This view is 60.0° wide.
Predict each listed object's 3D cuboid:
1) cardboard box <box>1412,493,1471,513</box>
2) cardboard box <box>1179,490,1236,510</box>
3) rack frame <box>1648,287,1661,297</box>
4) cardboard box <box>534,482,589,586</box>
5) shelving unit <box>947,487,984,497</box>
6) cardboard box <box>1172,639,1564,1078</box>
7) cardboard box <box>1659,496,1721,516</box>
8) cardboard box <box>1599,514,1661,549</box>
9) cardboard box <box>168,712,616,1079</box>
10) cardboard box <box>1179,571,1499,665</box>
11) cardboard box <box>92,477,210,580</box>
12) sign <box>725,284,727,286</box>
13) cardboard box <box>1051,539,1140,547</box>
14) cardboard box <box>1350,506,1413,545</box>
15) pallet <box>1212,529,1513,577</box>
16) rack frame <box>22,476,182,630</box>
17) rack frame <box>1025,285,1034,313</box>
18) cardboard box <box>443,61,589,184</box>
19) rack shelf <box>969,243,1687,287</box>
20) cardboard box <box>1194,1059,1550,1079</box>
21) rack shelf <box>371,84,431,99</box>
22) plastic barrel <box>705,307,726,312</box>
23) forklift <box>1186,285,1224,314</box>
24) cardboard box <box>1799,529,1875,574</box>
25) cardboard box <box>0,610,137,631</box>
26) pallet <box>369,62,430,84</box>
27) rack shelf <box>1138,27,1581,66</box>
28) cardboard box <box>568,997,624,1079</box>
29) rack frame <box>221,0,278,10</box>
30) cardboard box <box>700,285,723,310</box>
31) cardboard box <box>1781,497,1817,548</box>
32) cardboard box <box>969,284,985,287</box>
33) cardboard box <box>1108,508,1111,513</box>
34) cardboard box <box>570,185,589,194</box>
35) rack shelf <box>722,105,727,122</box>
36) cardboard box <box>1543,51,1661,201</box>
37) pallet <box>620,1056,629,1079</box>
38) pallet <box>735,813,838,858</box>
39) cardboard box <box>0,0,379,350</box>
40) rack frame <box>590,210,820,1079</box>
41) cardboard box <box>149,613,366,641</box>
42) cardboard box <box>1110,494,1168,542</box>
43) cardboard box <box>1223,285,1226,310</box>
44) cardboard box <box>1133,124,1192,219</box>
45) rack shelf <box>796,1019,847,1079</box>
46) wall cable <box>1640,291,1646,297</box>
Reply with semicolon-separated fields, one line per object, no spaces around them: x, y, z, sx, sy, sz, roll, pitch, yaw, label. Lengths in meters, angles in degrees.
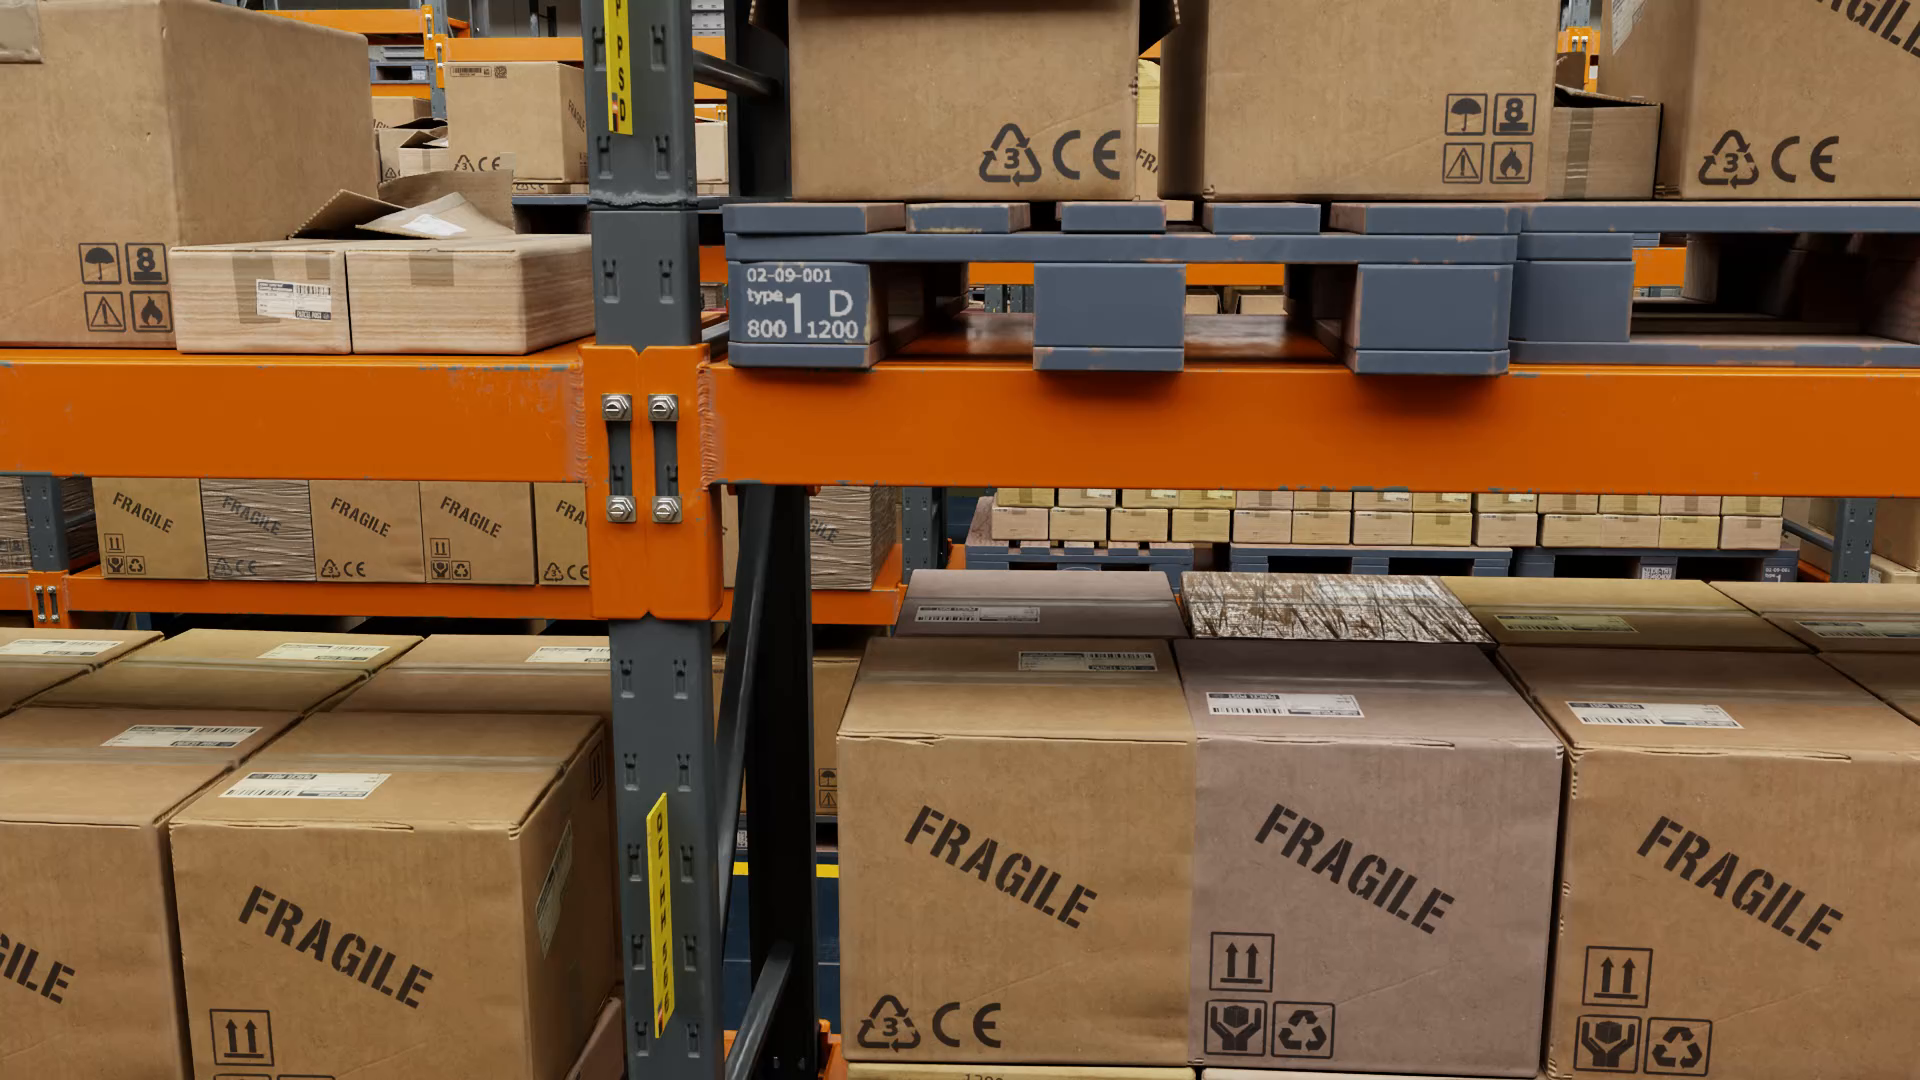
2.107;-0.230;7.403;0.250;0.149;0.380;1;12;4;cardboard box
1.099;-0.245;7.475;0.250;0.149;0.380;1;12;4;cardboard box
8.922;-3.000;21.785;0.127;3.000;1.000;1;12;4;rack frame
-1.622;-0.088;7.620;0.500;0.500;0.500;1;12;3;cardboard box
-0.007;-0.734;14.615;0.755;1.500;0.431;1;12;4;shelving unit
0.583;0.462;2.548;0.500;0.500;0.500;1;12;4;cardboard box
3.159;-0.216;7.336;0.250;0.149;0.380;1;12;4;cardboard box
2.915;-0.074;7.384;0.250;0.149;0.380;1;12;4;cardboard box
-0.860;0.589;2.630;0.500;0.500;0.500;0;12;2;cardboard box
0.657;0.359;3.039;0.500;0.500;0.500;1;12;5;cardboard box
-3.643;-0.116;7.750;0.500;0.500;0.500;1;12;4;cardboard box
-3.087;-3.514;21.931;0.005;0.325;0.100;1;12;4;sign
0.961;-0.238;12.743;0.875;0.875;1.225;0;12;1;cardboard box
1.857;-0.088;7.449;0.250;0.149;0.380;0;12;2;cardboard box
1.819;0.039;7.726;1.213;0.211;1.003;1;12;4;pallet
-4.149;-0.129;8.058;0.127;3.000;1.000;1;12;4;rack frame
0.940;-3.110;22.308;0.127;3.000;1.000;1;12;4;rack frame
-1.912;-1.812;7.266;0.500;0.500;0.500;1;12;4;cardboard box
1.837;-1.163;7.432;4.000;0.370;1.077;1;12;4;rack shelf
0.616;0.832;2.610;0.500;0.250;0.500;1;12;5;cardboard box
-5.382;-4.568;17.364;4.000;0.370;1.077;1;12;4;rack shelf
-2.446;-2.161;17.442;0.433;0.535;0.433;0;12;0;plastic barrel
2.419;-1.407;14.338;3.031;2.935;1.130;1;12;5;forklift
4.133;0.060;7.770;0.250;0.149;0.380;1;12;3;cardboard box
-4.772;0.683;8.342;0.875;0.875;0.875;1;12;5;cardboard box
-5.431;-4.823;17.282;1.213;0.211;1.003;1;12;4;pallet
2.269;-3.447;12.003;4.000;0.370;1.077;1;12;4;rack shelf
-0.731;0.900;2.730;0.250;0.149;0.380;1;12;6;cardboard box
-7.377;-5.144;17.380;0.127;3.000;1.000;1;12;4;rack frame
-3.495;-3.218;22.582;0.500;0.500;0.700;0;12;2;cardboard box
5.816;-0.159;12.366;0.875;0.875;0.875;1;12;4;cardboard box
0.238;-4.393;27.122;0.500;0.500;0.700;0;12;-2;cardboard box
0.612;-0.240;8.177;0.250;0.149;0.380;1;12;4;cardboard box
-2.773;-2.756;12.595;0.258;0.266;0.396;1;12;6;cardboard box
-1.056;-5.526;21.939;4.000;0.370;1.077;1;12;4;rack shelf
1.009;-0.722;2.870;0.258;0.266;0.396;0;12;2;cardboard box
-1.107;1.044;2.917;1.003;0.211;1.213;1;12;4;pallet
-0.940;1.265;8.207;1.213;0.211;1.003;1;12;4;pallet
-1.333;-0.594;2.710;0.500;0.500;0.700;1;12;4;cardboard box
-0.388;0.939;2.955;0.127;3.000;1.000;1;12;4;rack frame
-3.524;0.757;8.292;0.750;0.750;1.050;1;12;3;cardboard box
0.811;-0.102;7.518;0.250;0.149;0.380;1;12;7;cardboard box
3.164;-3.321;22.048;0.500;0.500;0.700;-2;12;-11;cardboard box
0.893;-1.524;7.156;0.500;0.500;0.500;1;12;4;cardboard box
1.607;1.318;2.898;4.000;0.370;1.077;1;12;4;rack shelf
10.590;-4.685;27.359;1.851;1.984;0.084;1;12;4;wall cable
